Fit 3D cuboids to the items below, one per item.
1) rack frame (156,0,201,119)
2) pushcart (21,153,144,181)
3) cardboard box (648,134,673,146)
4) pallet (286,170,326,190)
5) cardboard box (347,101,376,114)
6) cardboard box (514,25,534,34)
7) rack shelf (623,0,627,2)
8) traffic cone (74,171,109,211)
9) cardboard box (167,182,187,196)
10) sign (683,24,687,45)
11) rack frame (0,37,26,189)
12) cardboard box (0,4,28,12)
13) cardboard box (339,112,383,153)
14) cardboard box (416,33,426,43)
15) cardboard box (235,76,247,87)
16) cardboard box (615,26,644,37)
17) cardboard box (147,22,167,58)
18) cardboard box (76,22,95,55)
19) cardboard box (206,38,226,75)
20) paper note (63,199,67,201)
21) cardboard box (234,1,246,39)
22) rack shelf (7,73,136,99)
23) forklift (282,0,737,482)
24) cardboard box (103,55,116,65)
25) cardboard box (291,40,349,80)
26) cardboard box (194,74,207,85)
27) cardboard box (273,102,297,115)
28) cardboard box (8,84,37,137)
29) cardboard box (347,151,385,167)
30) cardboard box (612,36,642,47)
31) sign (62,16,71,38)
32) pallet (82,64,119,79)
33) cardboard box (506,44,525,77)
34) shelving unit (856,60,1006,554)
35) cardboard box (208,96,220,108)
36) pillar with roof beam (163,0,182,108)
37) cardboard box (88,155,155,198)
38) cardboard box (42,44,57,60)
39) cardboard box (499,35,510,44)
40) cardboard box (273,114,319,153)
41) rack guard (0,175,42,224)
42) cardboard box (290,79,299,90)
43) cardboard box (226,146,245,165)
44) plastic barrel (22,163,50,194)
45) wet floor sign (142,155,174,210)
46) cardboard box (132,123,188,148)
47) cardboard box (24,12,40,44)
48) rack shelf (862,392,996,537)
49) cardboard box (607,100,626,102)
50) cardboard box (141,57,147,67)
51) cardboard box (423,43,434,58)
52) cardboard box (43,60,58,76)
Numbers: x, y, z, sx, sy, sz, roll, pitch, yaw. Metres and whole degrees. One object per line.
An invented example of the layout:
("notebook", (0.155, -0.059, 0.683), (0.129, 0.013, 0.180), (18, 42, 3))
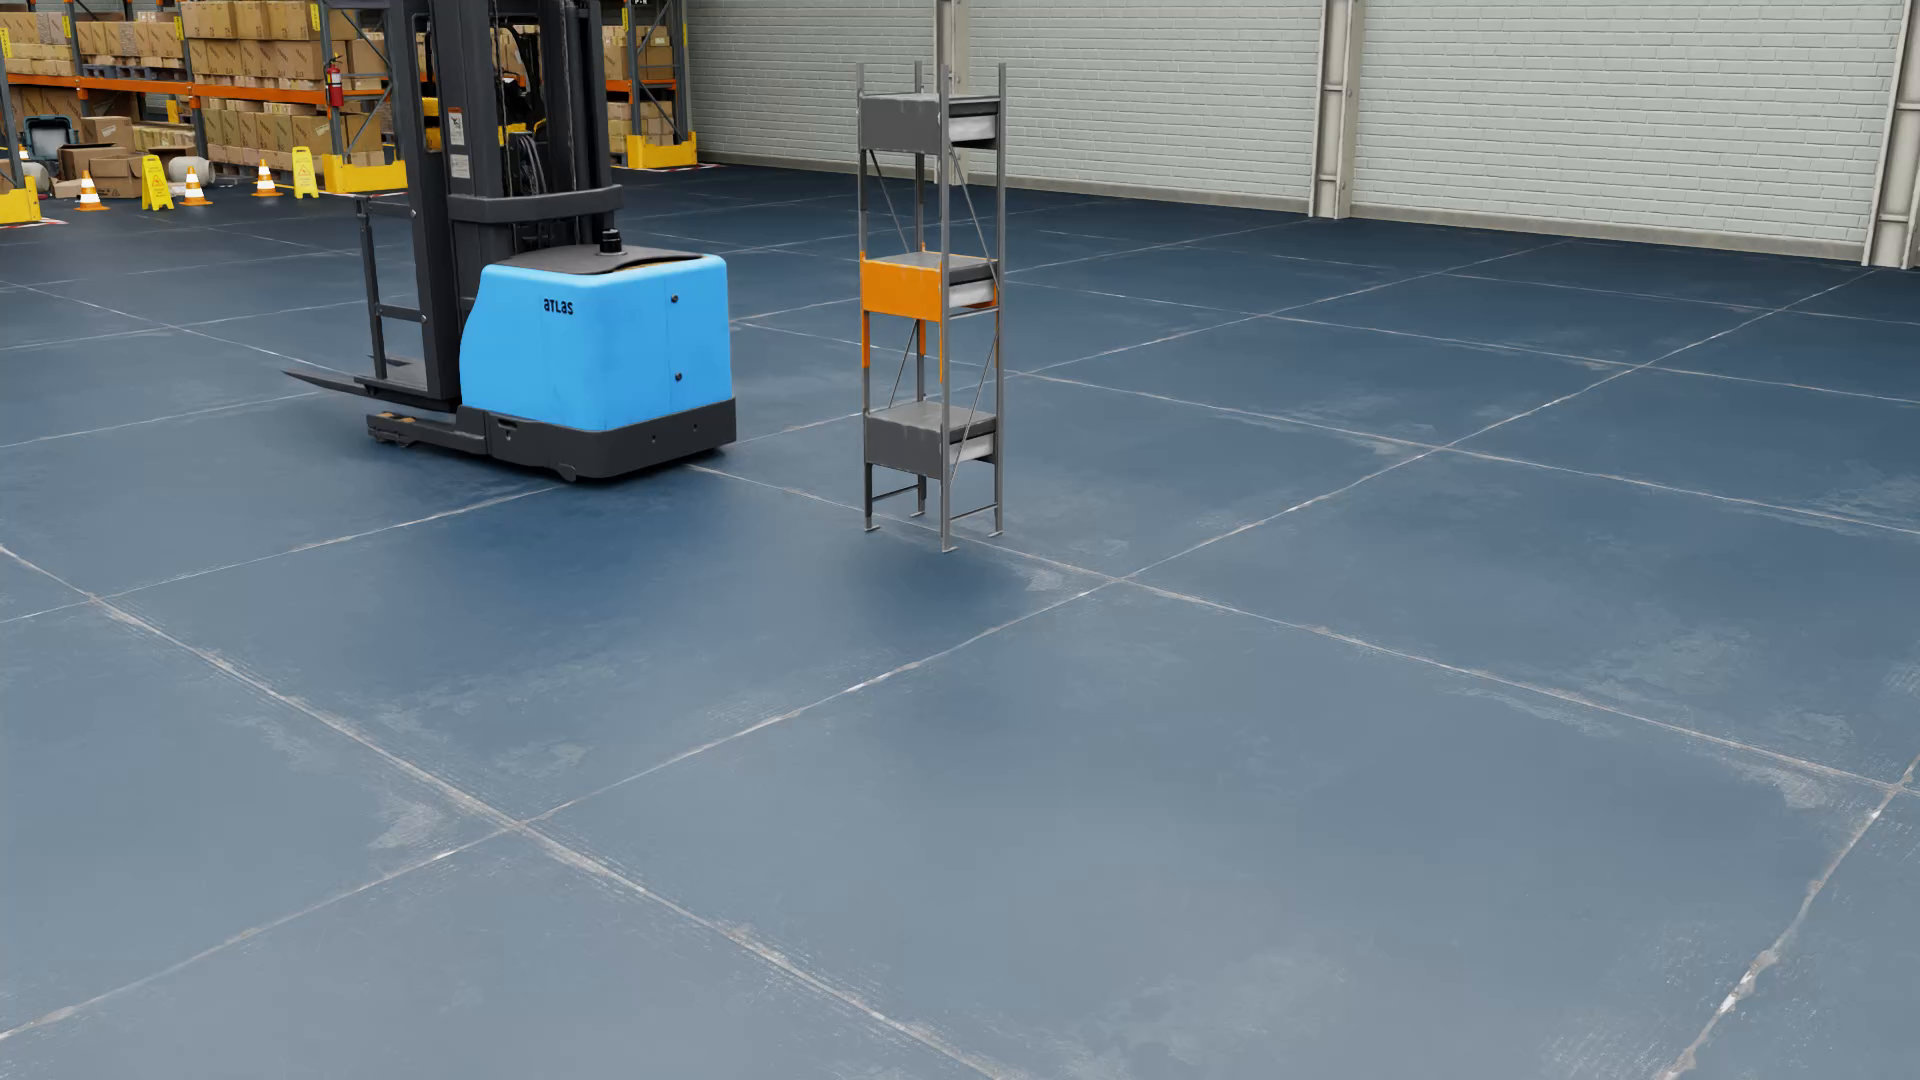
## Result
("rack frame", (-16.653, -10.532, 35.838), (0.127, 3.000, 1.000), (15, 23, 39))
("pushcart", (-12.446, -5.223, 23.445), (0.936, 0.377, 1.648), (7, 19, 21))
("cardboard box", (-4.923, -6.352, 26.518), (0.500, 0.250, 0.500), (15, 23, 39))
("pallet", (-8.619, -5.053, 23.183), (1.213, 0.211, 1.003), (15, 23, 39))
("cardboard box", (-11.128, -7.970, 31.206), (0.500, 0.500, 0.500), (16, 24, 41))
("cardboard box", (-7.059, -8.334, 27.182), (0.250, 0.149, 0.380), (16, 23, 40))
("rack shelf", (-6.182, -8.808, 26.636), (4.000, 0.370, 1.077), (15, 23, 39))
("traffic cone", (-10.643, -4.274, 20.314), (0.334, 0.463, 0.336), (15, 23, 39))
("cardboard box", (-10.298, -4.643, 21.994), (0.380, 0.149, 0.250), (-6, 18, -18))
("sign", (-4.313, -7.894, 25.964), (0.005, 0.325, 0.100), (15, 23, 39))
("rack frame", (-11.188, -5.055, 18.582), (0.127, 3.000, 1.000), (15, 23, 39))
("cardboard box", (-17.017, -9.560, 29.887), (0.250, 0.149, 0.380), (15, 23, 38))
("cardboard box", (-8.416, -5.672, 23.135), (0.500, 0.500, 0.500), (14, 22, 37))
("cardboard box", (-9.306, -8.783, 29.090), (0.250, 0.149, 0.380), (14, 23, 38))
("cardboard box", (-9.996, -6.484, 23.499), (0.250, 0.149, 0.380), (15, 23, 40))
("cardboard box", (-5.094, -7.842, 25.634), (0.250, 0.149, 0.380), (15, 23, 39))
("cardboard box", (-11.839, -7.528, 25.023), (0.500, 0.500, 0.500), (15, 23, 40))
("cardboard box", (-13.778, -8.049, 26.662), (0.500, 0.500, 0.500), (14, 22, 38))
("cardboard box", (-10.435, -6.941, 23.867), (0.500, 0.500, 0.500), (15, 23, 39))
("paper note", (-11.490, -4.366, 21.354), (0.032, 0.001, 0.123), (-6, 18, -18))
("cardboard box", (-9.609, -7.229, 23.120), (0.500, 0.500, 0.700), (15, 23, 39))
("rack shelf", (-15.457, -7.860, 28.610), (4.000, 0.370, 1.077), (15, 23, 39))
("forklift", (-2.710, -2.025, 9.147), (3.031, 2.935, 1.130), (12, 21, 34))
("cardboard box", (-13.286, -7.585, 26.274), (0.250, 0.149, 0.380), (15, 23, 40))
("cardboard box", (-8.567, -6.431, 22.261), (0.500, 0.500, 0.500), (15, 23, 38))
("cardboard box", (-10.947, -6.743, 24.315), (0.250, 0.149, 0.380), (15, 23, 39))
("cardboard box", (-9.255, -5.963, 22.982), (0.250, 0.149, 0.380), (16, 23, 40))
("cardboard box", (-16.436, -7.686, 29.689), (0.875, 0.875, 0.875), (16, 24, 41))
("cardboard box", (-8.398, -5.309, 23.234), (0.500, 0.250, 0.500), (15, 23, 39))
("cardboard box", (-5.131, -7.682, 25.622), (0.250, 0.149, 0.380), (15, 23, 40))
("sign", (-14.327, -8.227, 26.663), (0.005, 0.325, 0.100), (15, 23, 39))
("pallet", (-13.358, -7.591, 26.890), (1.003, 0.211, 1.213), (15, 23, 39))
("cardboard box", (-7.118, -7.921, 27.446), (0.500, 0.500, 0.500), (16, 23, 40))
("shelving unit", (-0.124, -1.034, 7.399), (0.503, 2.100, 0.431), (15, 23, 39))
("cardboard box", (-15.316, -9.087, 34.724), (0.500, 0.500, 0.500), (16, 23, 40))
("pillar with roof beam", (-20.929, -13.162, 34.210), (0.400, 9.000, 9.100), (15, 23, 39))
("cardboard box", (-10.972, -4.785, 21.858), (0.637, 0.503, 0.797), (0, 18, 2))
("cardboard box", (-14.878, -8.110, 27.630), (0.500, 0.250, 0.500), (14, 23, 38))
("cardboard box", (-7.419, -8.304, 27.581), (0.250, 0.149, 0.380), (16, 23, 41))
("cardboard box", (-9.143, -5.648, 23.062), (0.500, 0.500, 0.500), (16, 24, 41))
("rack guard", (-11.170, -3.859, 18.945), (0.348, 0.500, 1.175), (15, 23, 39))
("cardboard box", (-8.840, -6.184, 22.555), (0.250, 0.149, 0.380), (15, 23, 38))
("cardboard box", (-10.301, -5.604, 24.162), (0.500, 0.250, 0.500), (17, 24, 42))
("plastic barrel", (-12.313, -4.750, 21.878), (0.512, 0.421, 0.421), (-3, 18, -8))
("wet floor sign", (-9.852, -4.375, 20.331), (0.232, 0.644, 0.267), (11, 20, 30))
("cardboard box", (-12.988, -6.487, 26.744), (0.625, 0.372, 0.950), (14, 23, 38))
("cardboard box", (-15.278, -8.573, 27.848), (0.500, 0.500, 0.500), (15, 23, 39))
("rack shelf", (-0.124, -0.354, 7.615), (0.480, 0.518, 0.431), (15, 23, 39))
("cardboard box", (-5.623, -6.808, 26.304), (0.500, 0.250, 0.500), (16, 23, 40))
("cardboard box", (-12.291, -7.328, 25.464), (0.250, 0.149, 0.380), (15, 23, 39))
("cardboard box", (-8.983, -8.535, 28.969), (0.500, 0.250, 0.500), (16, 23, 40))
("cardboard box", (-14.904, -7.872, 27.705), (0.500, 0.250, 0.500), (16, 23, 40))
